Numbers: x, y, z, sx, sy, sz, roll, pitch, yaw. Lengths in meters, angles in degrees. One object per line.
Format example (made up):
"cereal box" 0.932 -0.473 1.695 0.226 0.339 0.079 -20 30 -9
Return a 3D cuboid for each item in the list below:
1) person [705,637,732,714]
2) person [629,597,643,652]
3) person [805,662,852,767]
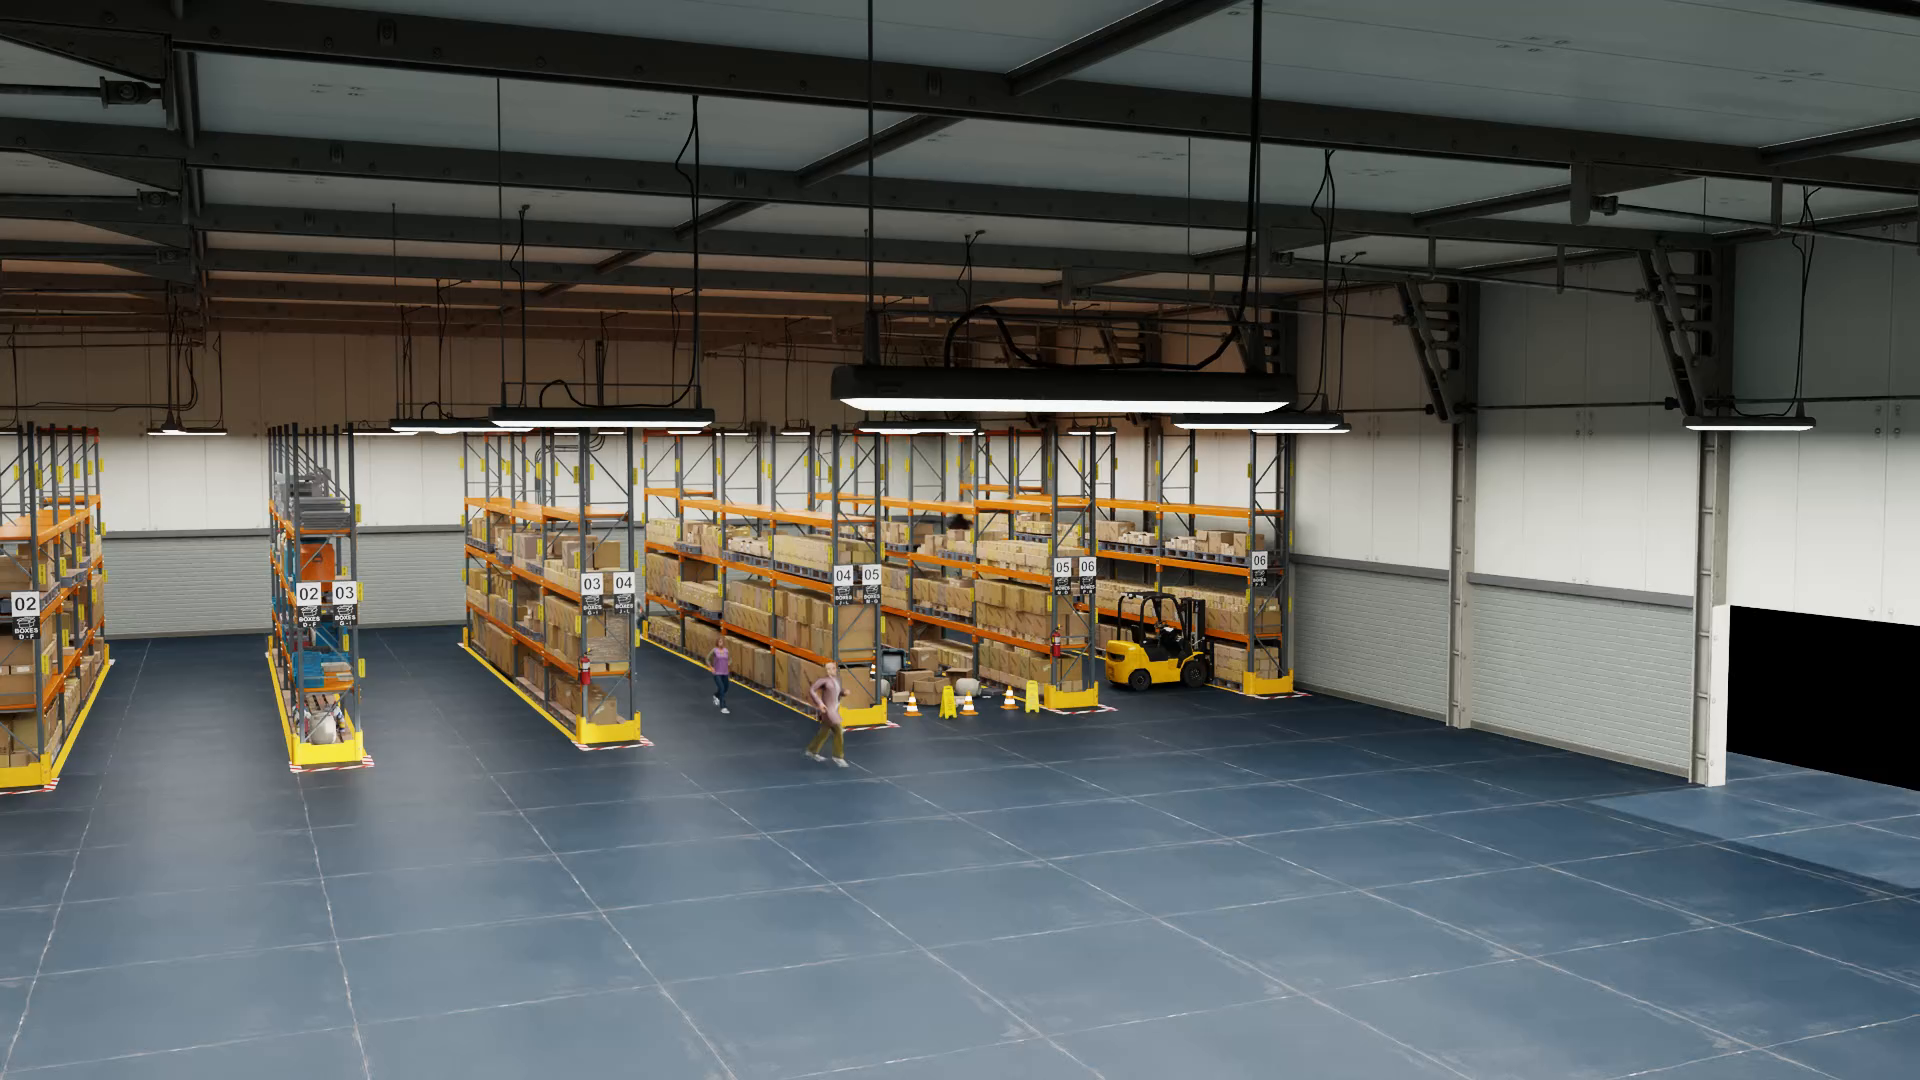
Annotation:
"person" -5.023 2.815 34.766 0.547 1.549 0.823 -2 4 -34
"person" -8.708 2.148 44.089 0.647 1.789 0.702 -2 4 -25
"person" -2.314 3.060 29.187 0.866 1.851 0.668 1 4 15
